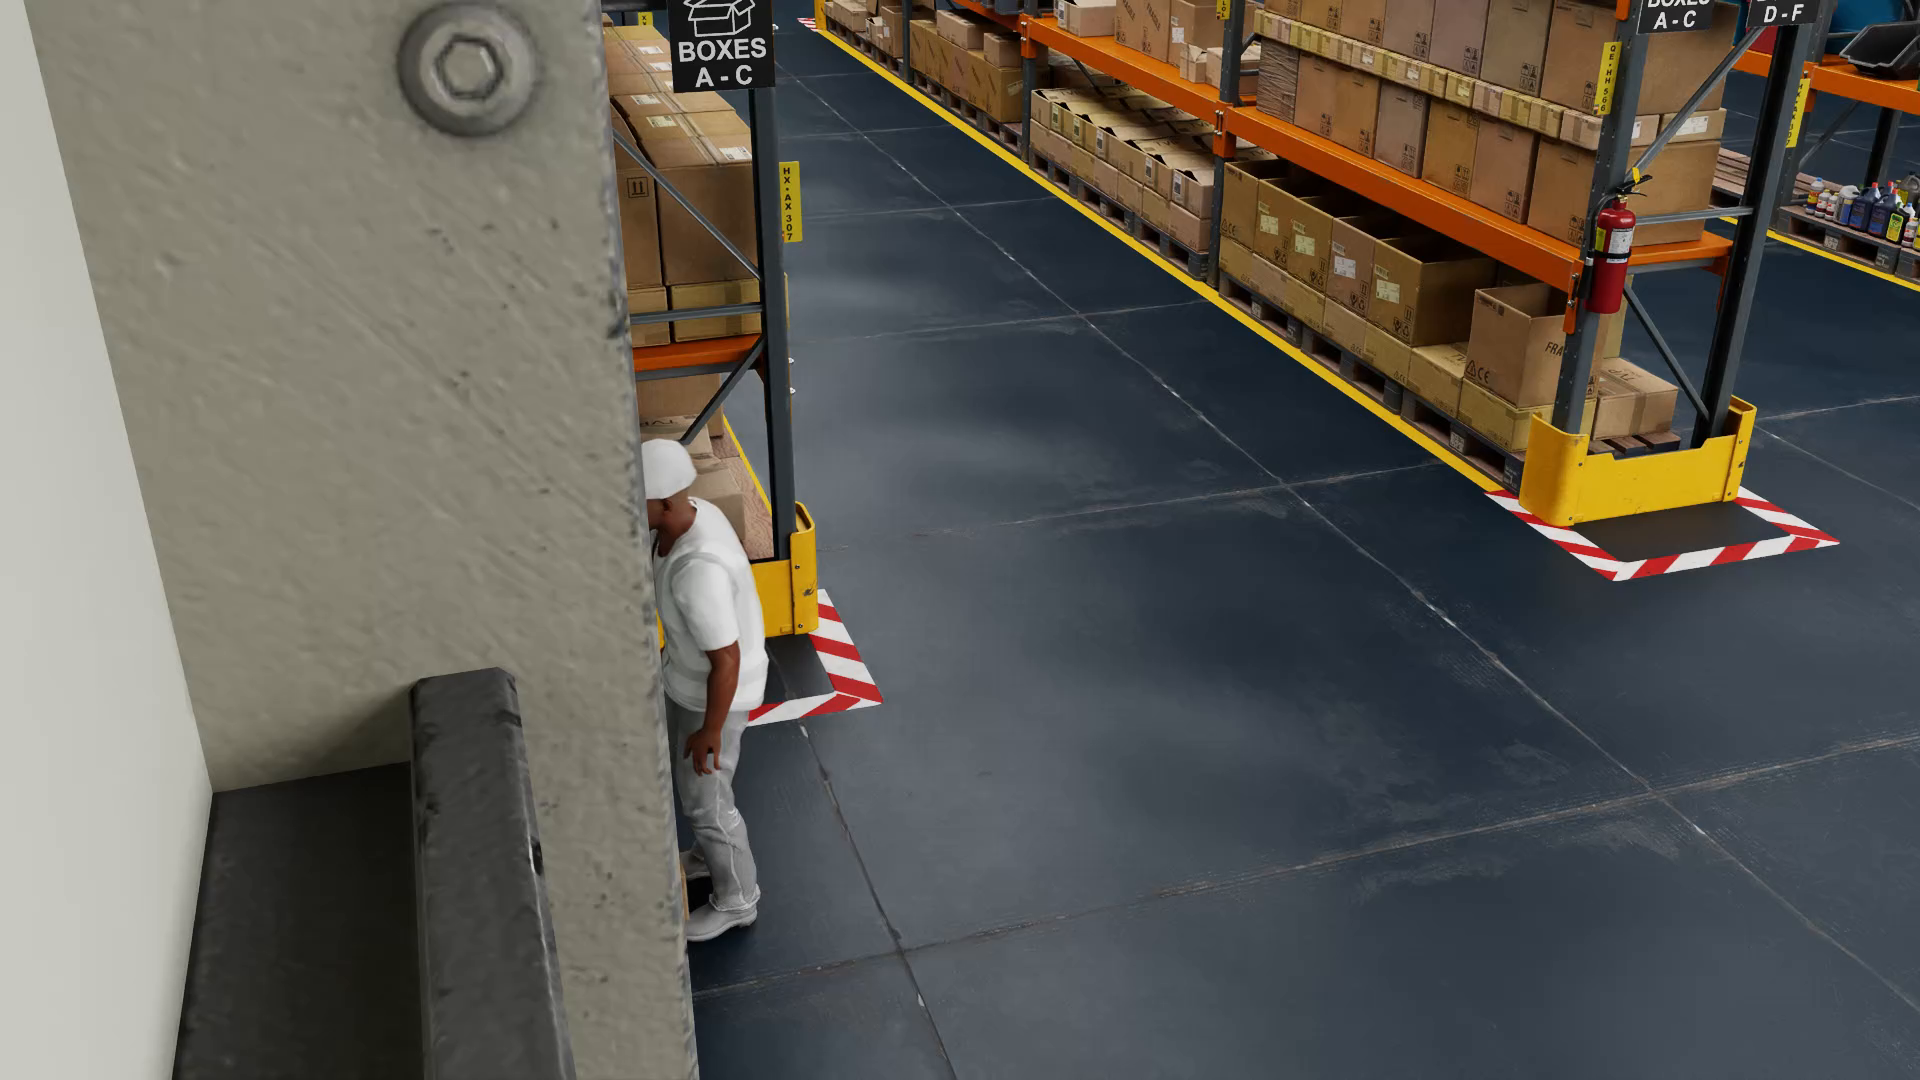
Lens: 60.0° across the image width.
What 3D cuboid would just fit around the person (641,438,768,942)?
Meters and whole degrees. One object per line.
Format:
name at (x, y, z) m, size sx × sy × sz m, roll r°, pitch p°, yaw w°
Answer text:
person at (-0.862, 0.473, 5.368) m, size 0.461 × 1.761 × 0.628 m, roll -8°, pitch 27°, yaw -16°
